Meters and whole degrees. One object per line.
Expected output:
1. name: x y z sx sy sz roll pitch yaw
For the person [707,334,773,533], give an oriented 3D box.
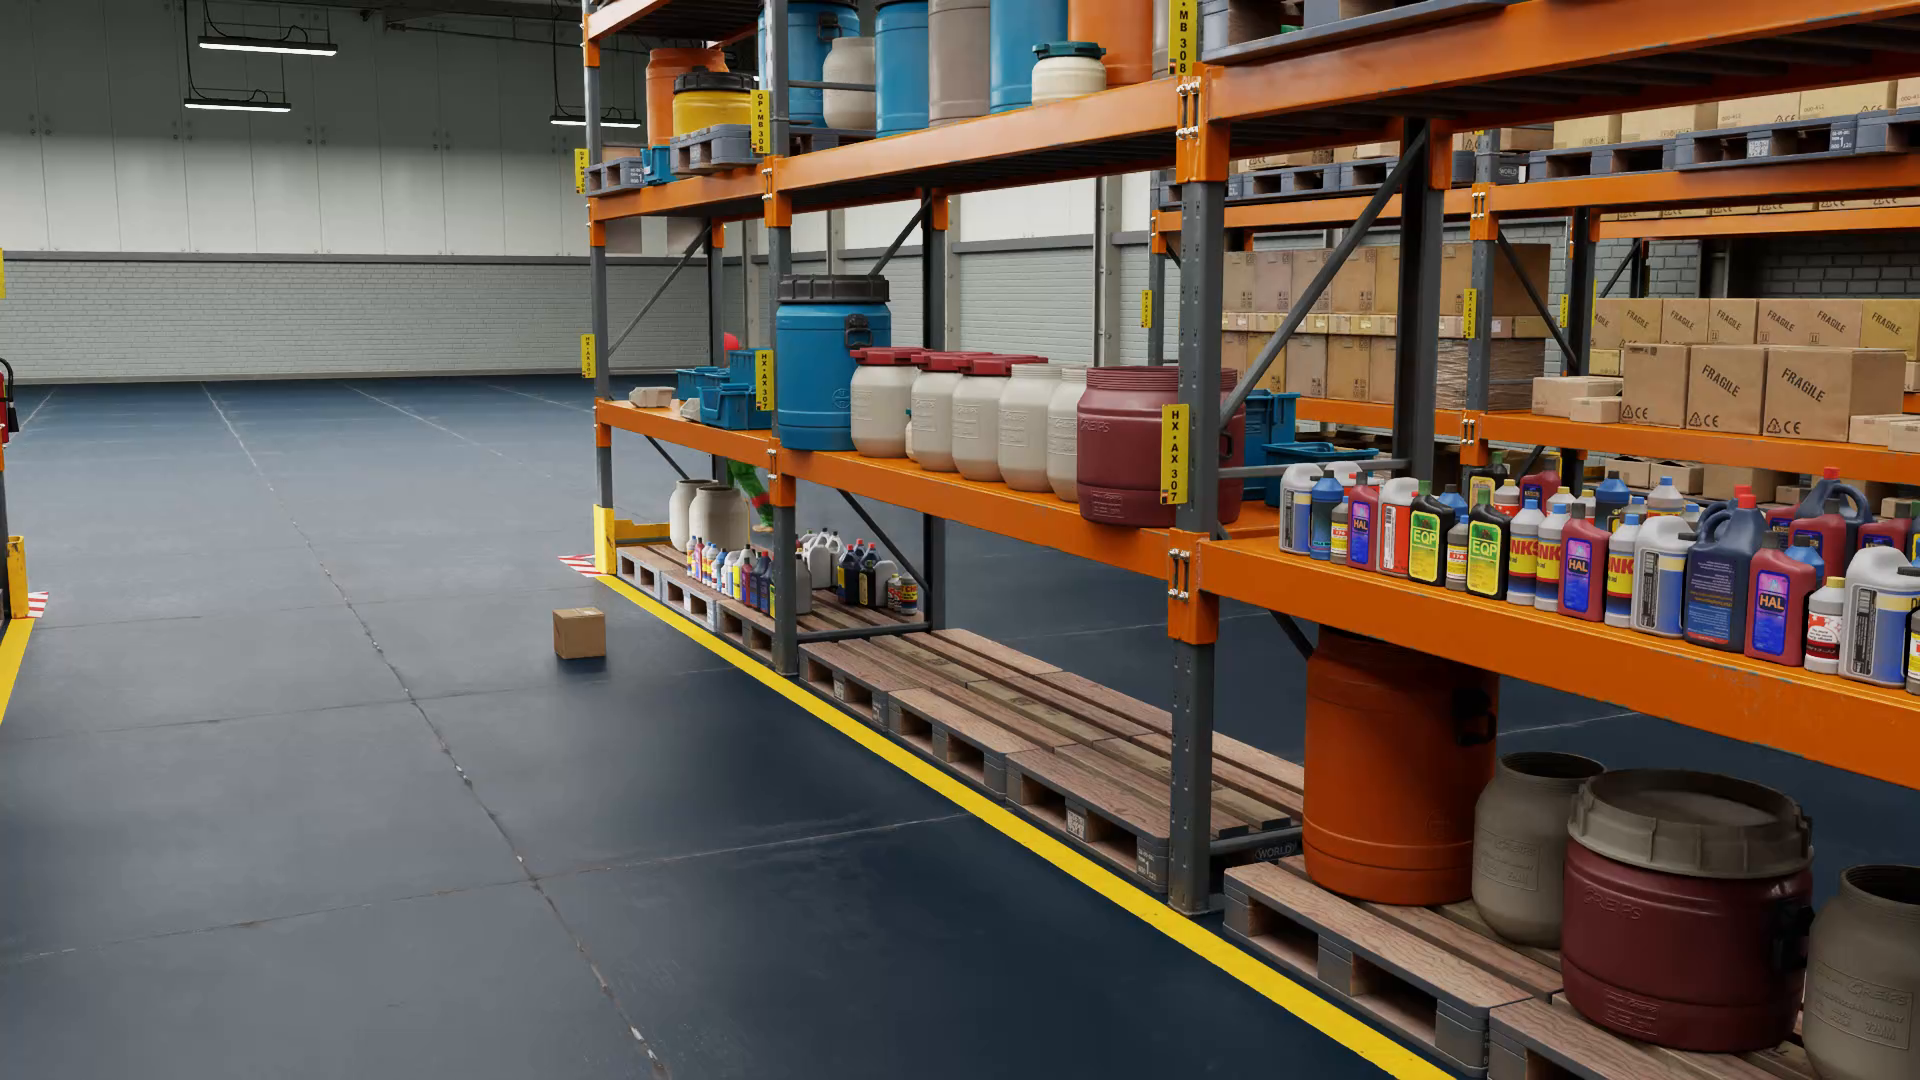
1. person: -2.031 -0.920 14.435 0.897 1.736 0.615 2 9 14
